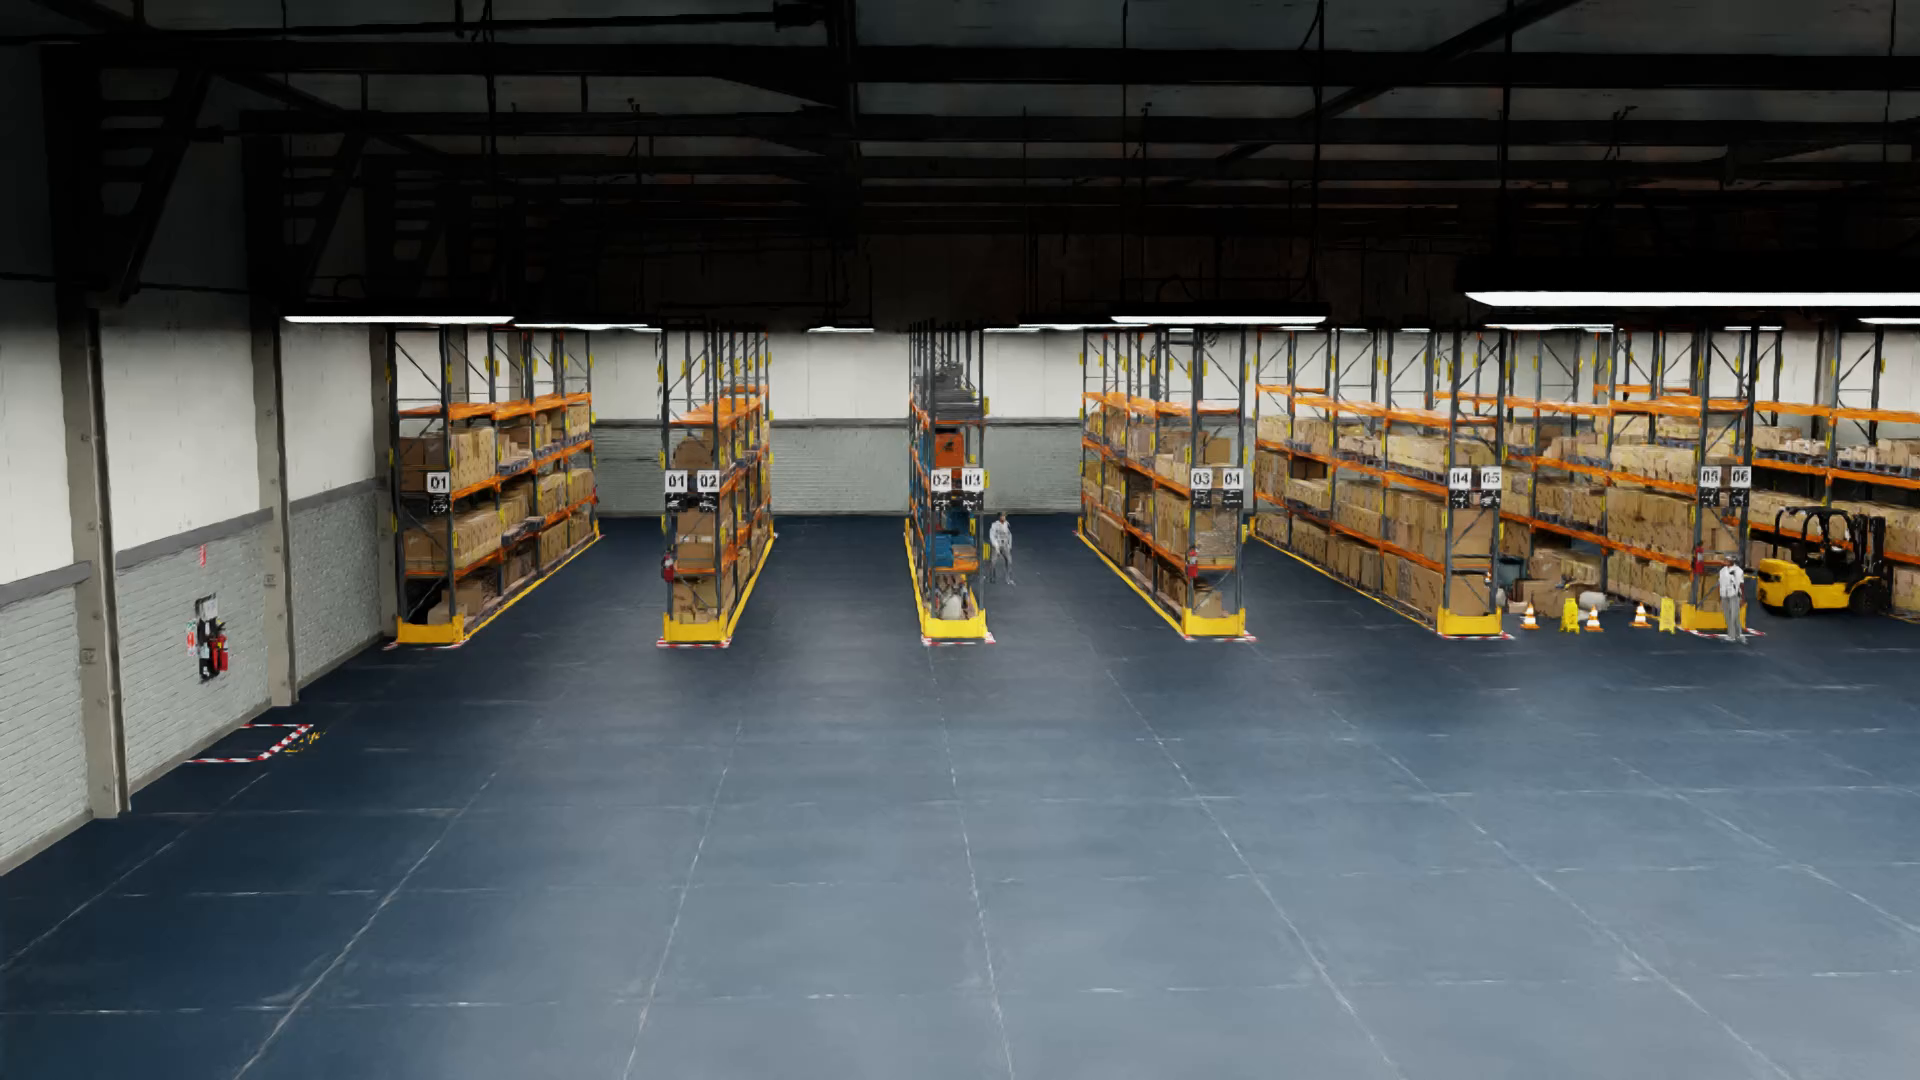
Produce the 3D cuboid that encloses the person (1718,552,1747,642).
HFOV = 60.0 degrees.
[{"bbox_3d":[14.413,1.064,31.006,0.390,1.669,0.572,-5,8,-33],"label":"person"}]

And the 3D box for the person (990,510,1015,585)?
[{"bbox_3d":[0.890,0.141,36.336,0.617,1.645,0.667,-3,8,-24],"label":"person"}]

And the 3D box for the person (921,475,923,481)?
[{"bbox_3d":[-1.030,-1.282,50.218,0.523,1.615,0.921,2,7,19],"label":"person"}]
